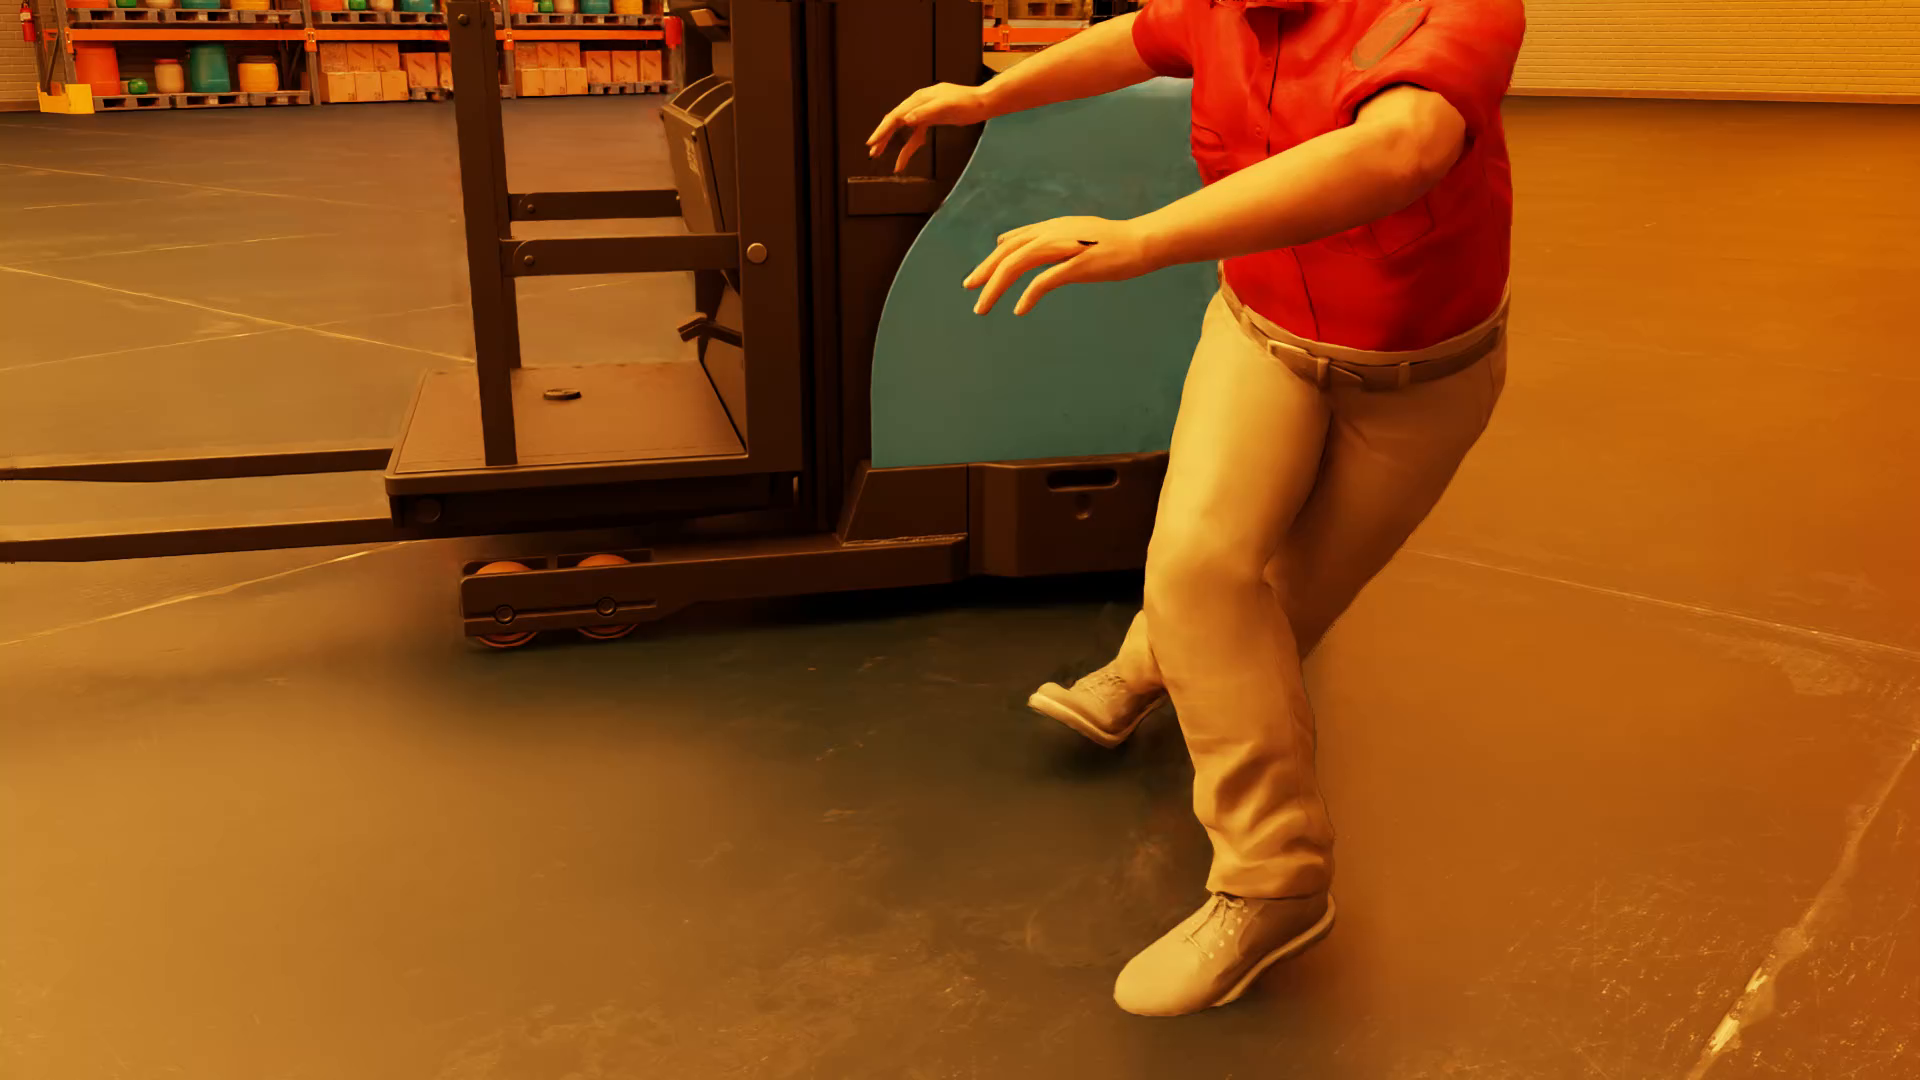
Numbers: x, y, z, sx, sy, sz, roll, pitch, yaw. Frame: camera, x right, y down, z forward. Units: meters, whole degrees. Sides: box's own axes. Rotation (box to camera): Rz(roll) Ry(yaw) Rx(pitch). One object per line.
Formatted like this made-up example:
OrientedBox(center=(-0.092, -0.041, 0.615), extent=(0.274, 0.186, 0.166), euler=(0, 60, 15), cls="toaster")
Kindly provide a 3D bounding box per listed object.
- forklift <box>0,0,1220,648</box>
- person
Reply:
OrientedBox(center=(-0.737, -1.361, 3.378), extent=(3.031, 2.935, 1.130), euler=(-4, 17, -13), cls="forklift")
OrientedBox(center=(0.220, -0.205, 2.115), extent=(0.950, 1.526, 1.099), euler=(12, 20, 34), cls="person")
